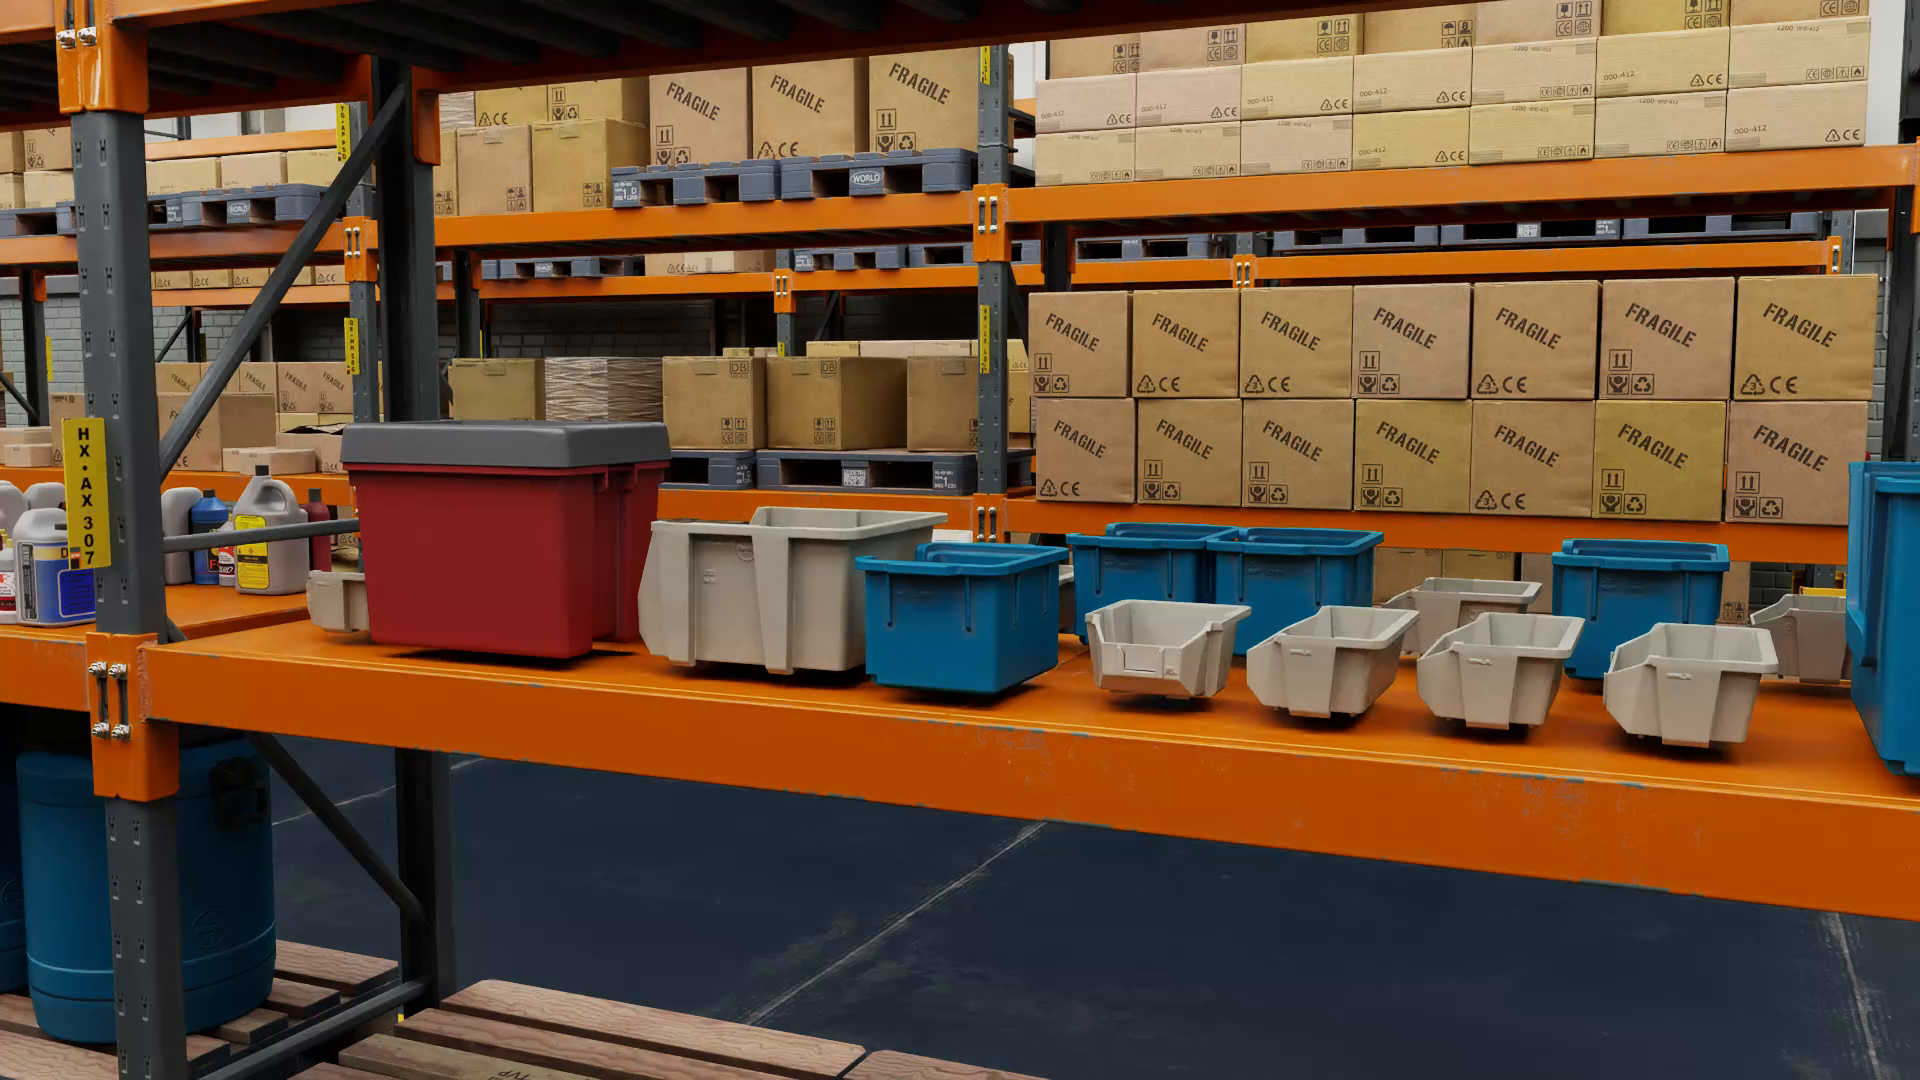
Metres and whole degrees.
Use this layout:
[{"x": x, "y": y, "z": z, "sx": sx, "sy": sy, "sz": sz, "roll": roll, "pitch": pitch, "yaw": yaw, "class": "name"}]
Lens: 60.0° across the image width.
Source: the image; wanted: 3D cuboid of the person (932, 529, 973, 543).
[{"x": -0.046, "y": 0.216, "z": 12.287, "sx": 0.536, "sy": 0.998, "sz": 0.890, "roll": 2, "pitch": 6, "yaw": 22, "class": "person"}]
